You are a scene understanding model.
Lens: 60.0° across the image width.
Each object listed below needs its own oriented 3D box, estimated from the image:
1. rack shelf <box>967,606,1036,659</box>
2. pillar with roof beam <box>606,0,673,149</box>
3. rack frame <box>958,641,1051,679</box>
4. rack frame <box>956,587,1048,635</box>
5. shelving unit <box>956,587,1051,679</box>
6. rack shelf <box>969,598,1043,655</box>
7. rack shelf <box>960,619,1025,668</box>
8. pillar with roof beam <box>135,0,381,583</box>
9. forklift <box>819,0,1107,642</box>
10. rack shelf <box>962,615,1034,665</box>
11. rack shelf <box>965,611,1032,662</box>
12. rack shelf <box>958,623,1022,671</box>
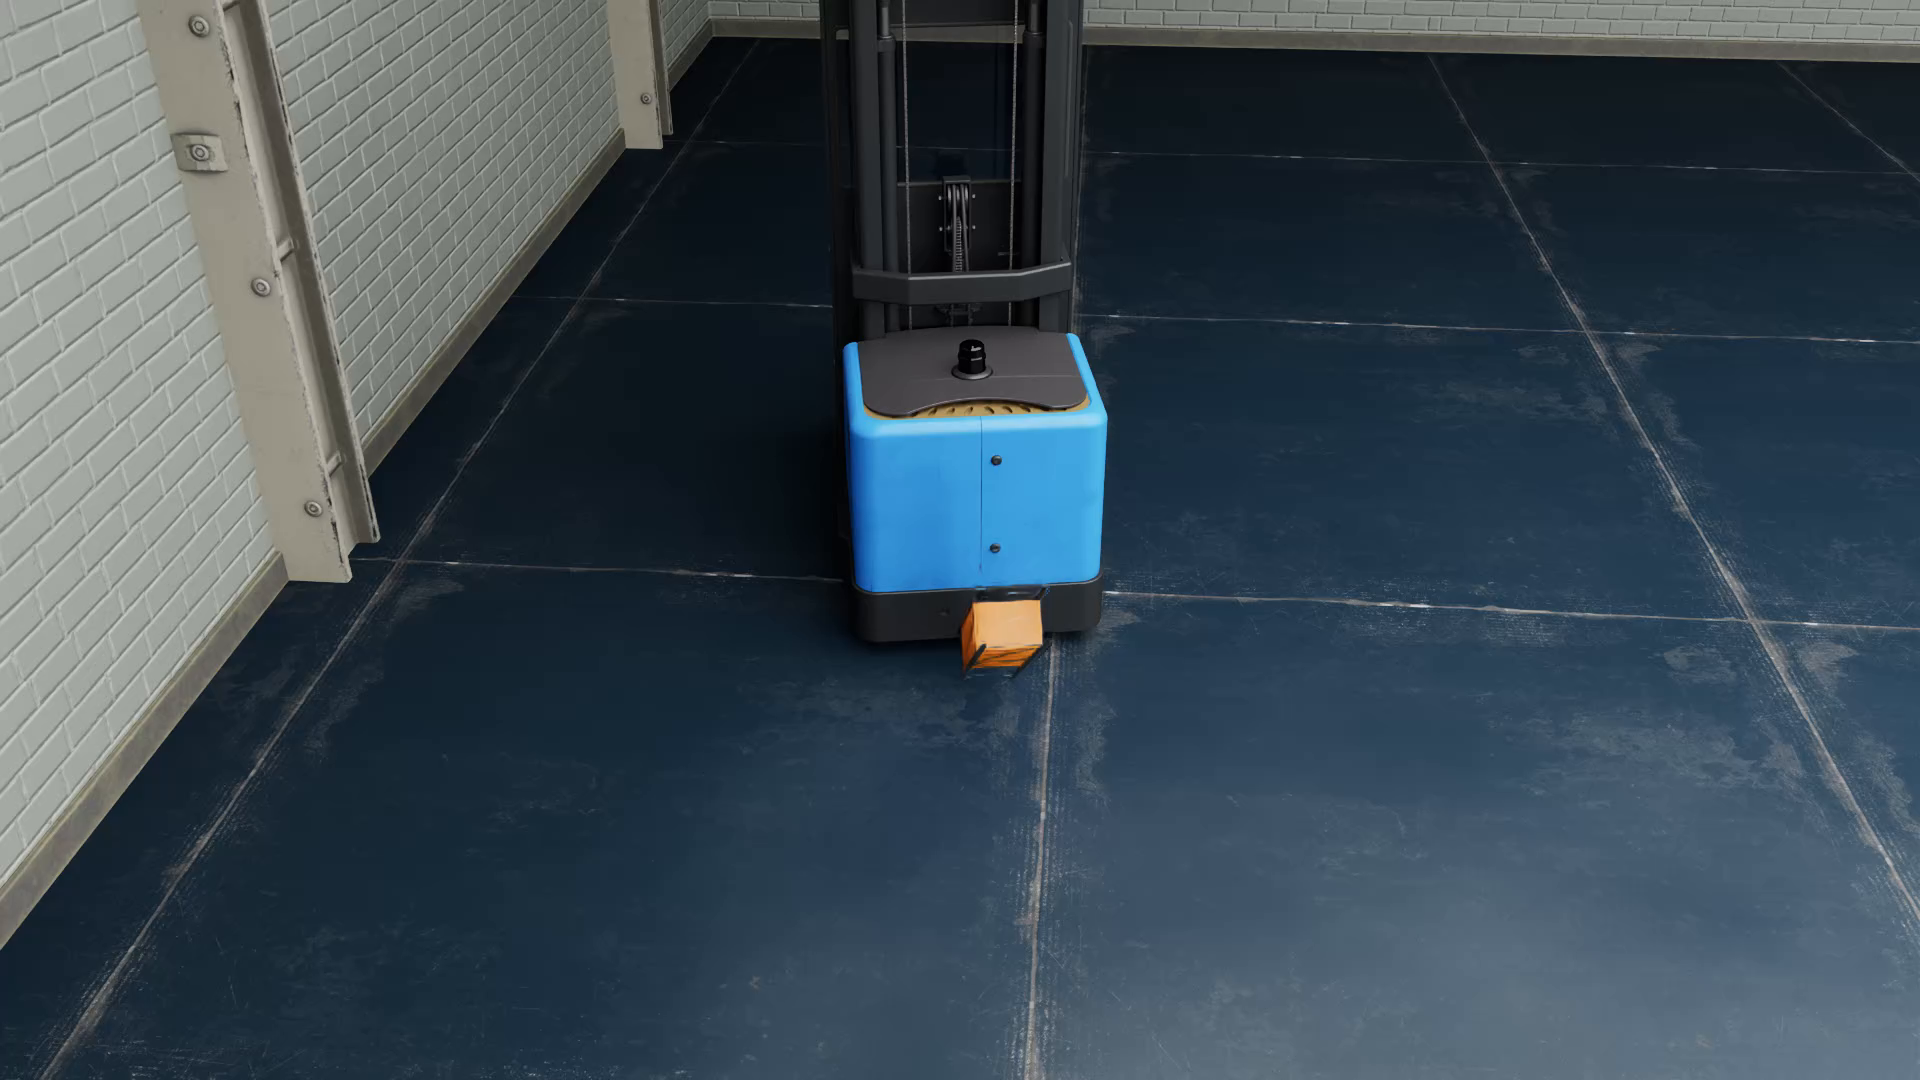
[{"bbox_3d":[0.159,0.332,6.062,0.258,0.180,0.103,-3,-10,-4],"label":"rack shelf"},{"bbox_3d":[1.903,-6.703,10.050,9.100,9.000,0.400,2,32,4],"label":"pillar with roof beam"},{"bbox_3d":[0.152,0.456,6.238,0.240,0.006,1.200,-3,-10,-4],"label":"rack frame"},{"bbox_3d":[0.141,0.276,6.270,0.240,0.006,1.200,-3,-10,-4],"label":"rack frame"},{"bbox_3d":[0.146,0.366,6.254,0.258,0.189,1.200,-3,-10,-4],"label":"shelving unit"},{"bbox_3d":[0.167,0.311,5.944,0.258,0.180,0.103,-3,-10,-4],"label":"rack shelf"},{"bbox_3d":[0.135,0.395,6.415,0.258,0.180,0.103,-3,-10,-4],"label":"rack shelf"},{"bbox_3d":[1.414,-3.566,4.959,9.100,9.000,0.400,2,32,4],"label":"pillar with roof beam"},{"bbox_3d":[-0.060,-1.573,7.509,1.130,2.935,3.031,-3,32,-5],"label":"forklift"},{"bbox_3d":[0.143,0.374,6.298,0.258,0.180,0.103,-3,-10,-4],"label":"rack shelf"},{"bbox_3d":[0.151,0.353,6.180,0.258,0.180,0.103,-3,-10,-4],"label":"rack shelf"},{"bbox_3d":[0.127,0.416,6.533,0.258,0.180,0.103,-3,-10,-4],"label":"rack shelf"}]
